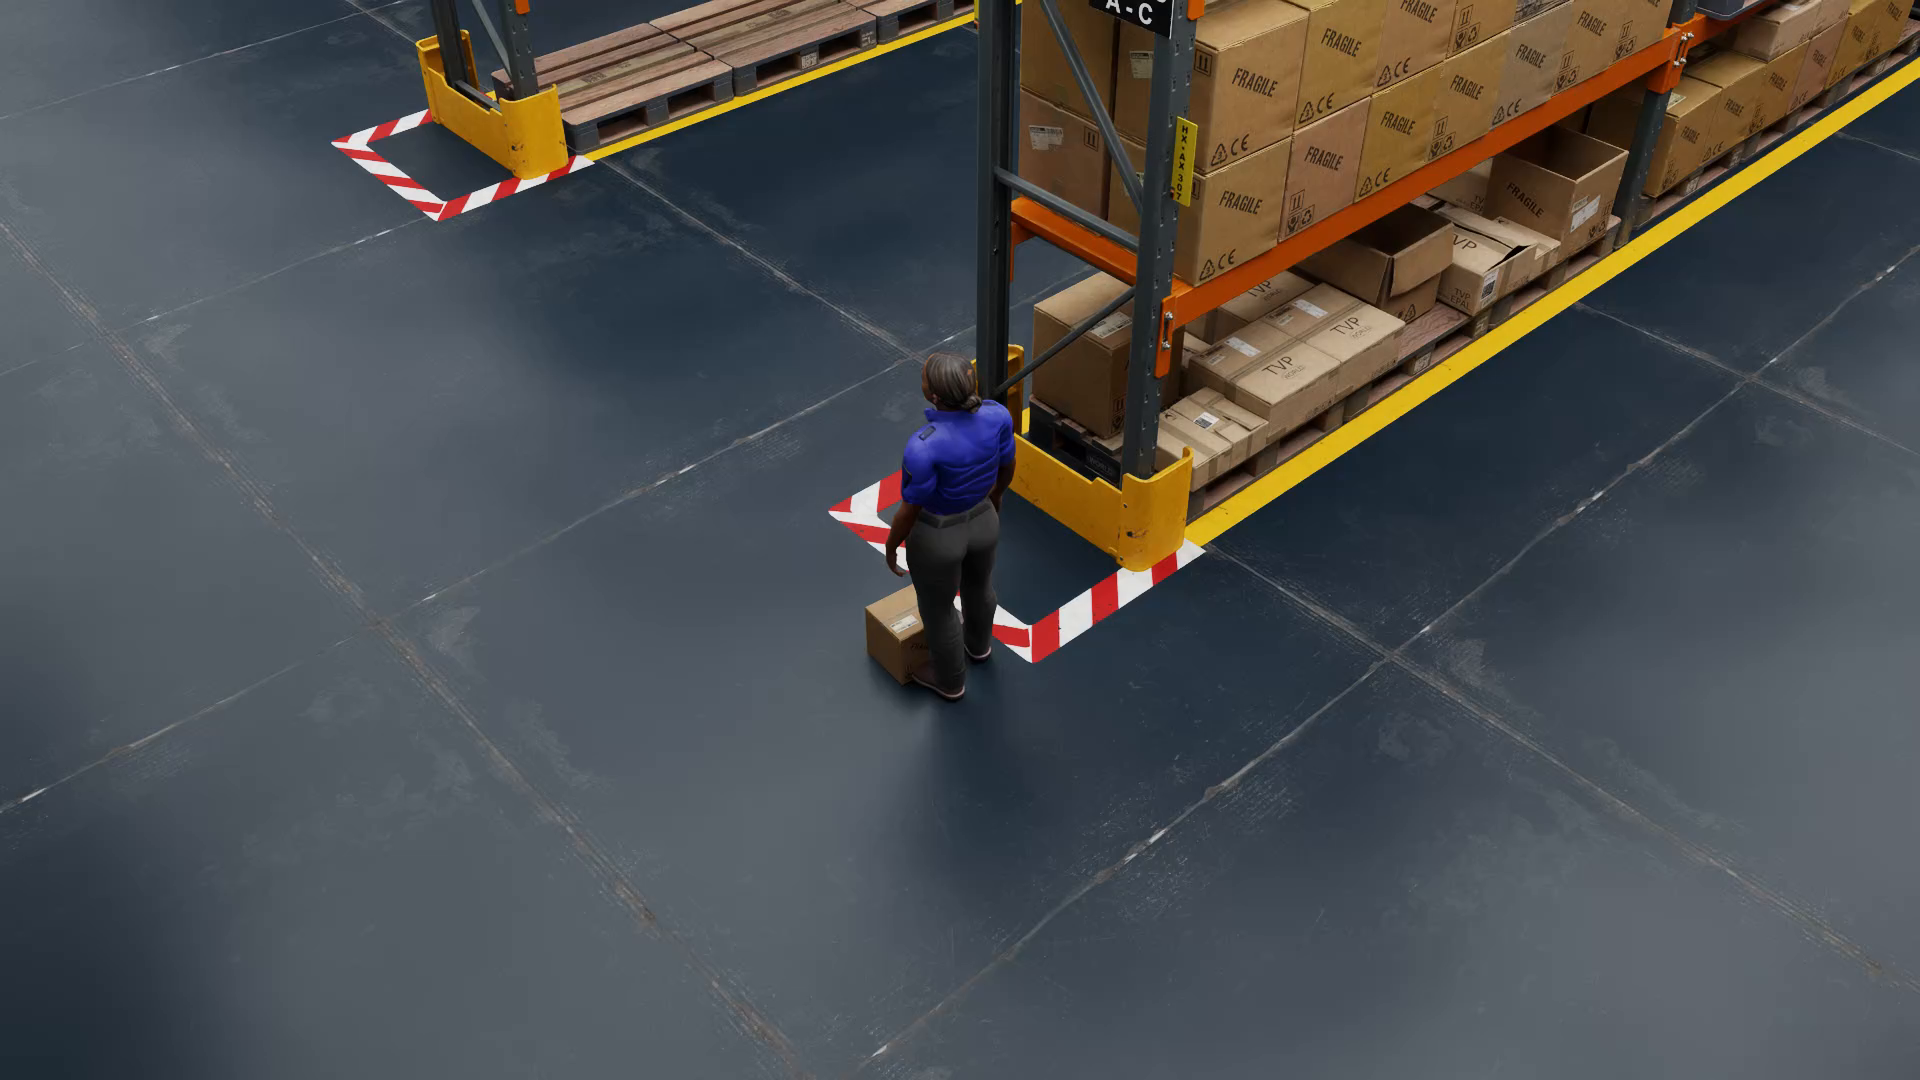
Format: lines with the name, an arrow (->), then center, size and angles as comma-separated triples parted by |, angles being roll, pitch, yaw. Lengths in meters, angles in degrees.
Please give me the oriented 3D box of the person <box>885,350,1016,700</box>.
person -> -0.069, -0.079, 6.241 | 0.570, 1.657, 0.502 | -26, 46, -27
